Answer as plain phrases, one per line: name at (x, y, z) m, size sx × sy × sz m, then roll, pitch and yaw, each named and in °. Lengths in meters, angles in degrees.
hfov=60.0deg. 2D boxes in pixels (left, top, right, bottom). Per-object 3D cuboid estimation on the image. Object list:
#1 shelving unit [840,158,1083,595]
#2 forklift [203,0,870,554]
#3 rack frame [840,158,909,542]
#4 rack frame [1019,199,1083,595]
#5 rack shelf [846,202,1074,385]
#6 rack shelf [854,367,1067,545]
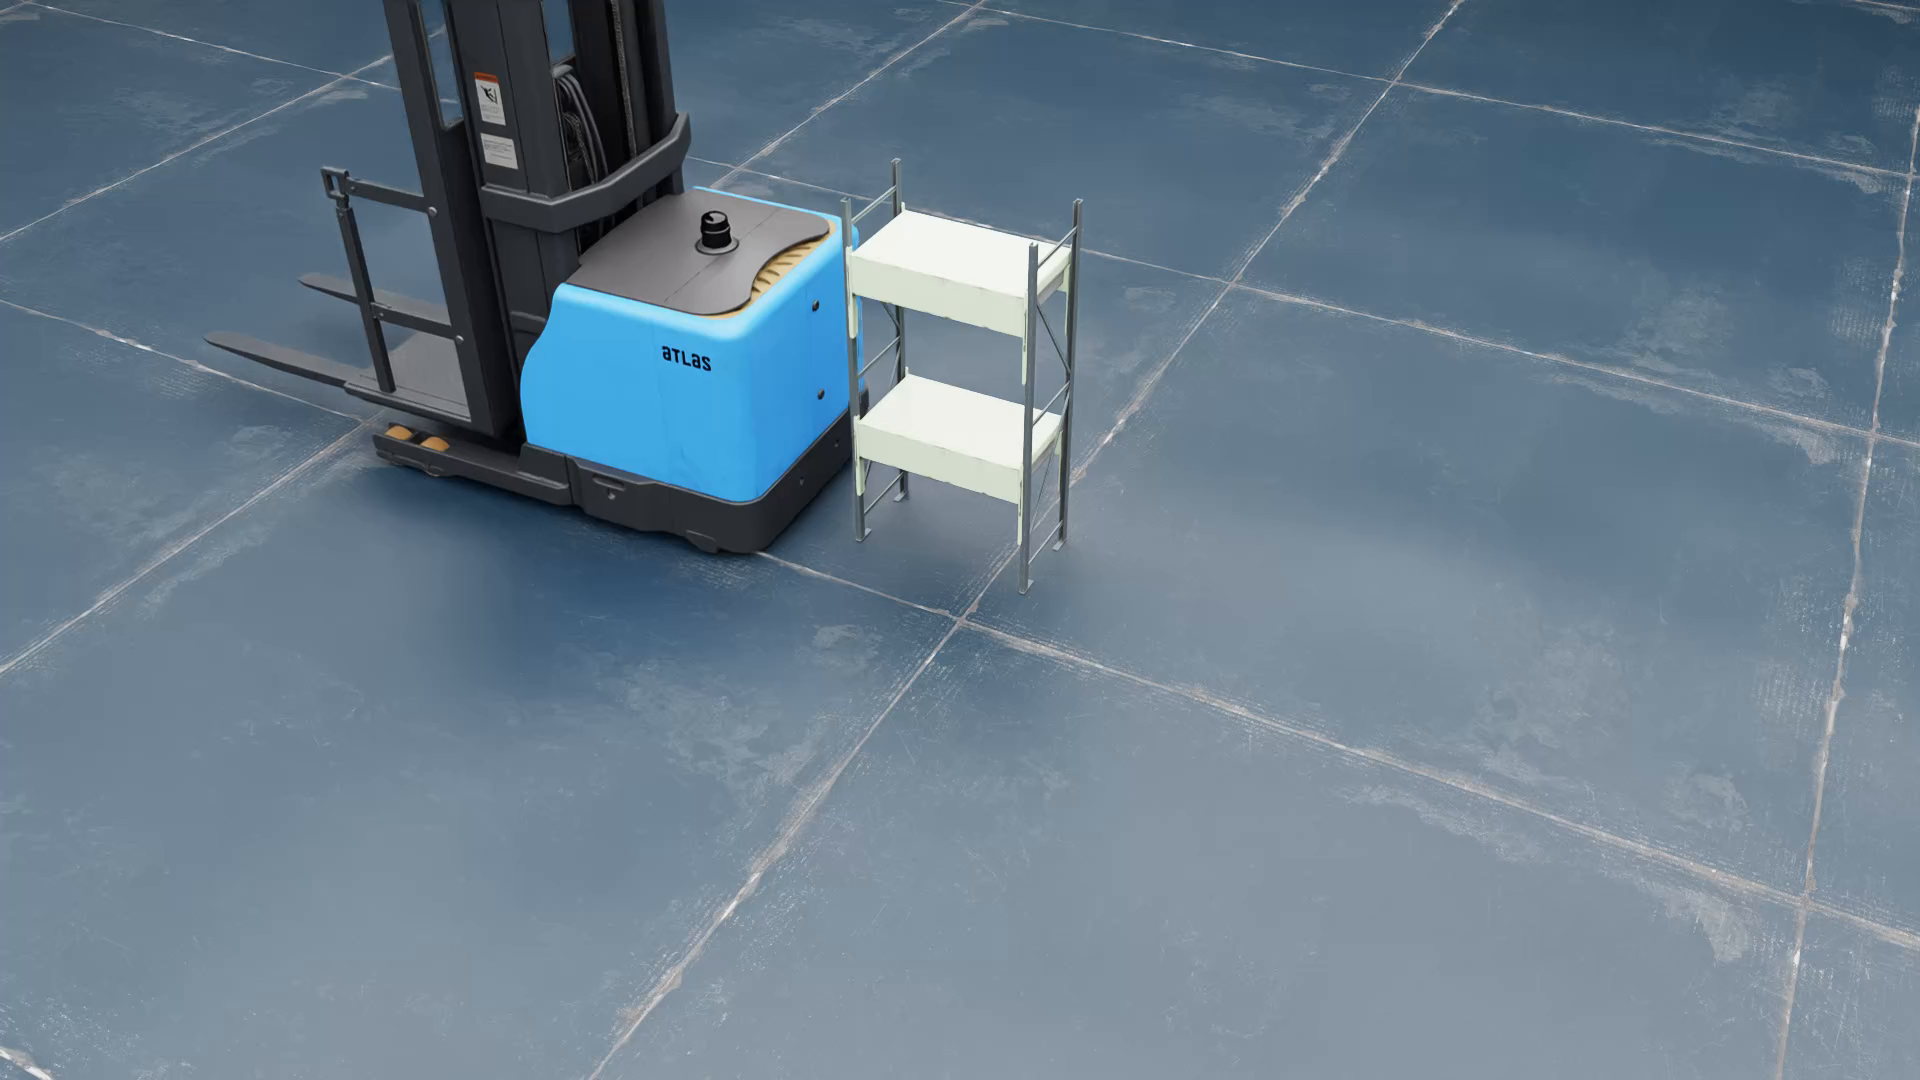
shelving unit at (0.006, -0.596, 6.294) m, size 0.755 × 1.500 × 0.431 m, roll 17°, pitch 41°, yaw 21°
forklift at (-1.950, -1.711, 6.580) m, size 3.031 × 2.935 × 1.130 m, roll 16°, pitch 40°, yaw 20°
rack frame at (-0.319, -0.697, 6.428) m, size 0.023 × 1.500 × 0.400 m, roll 17°, pitch 41°, yaw 21°
rack frame at (0.331, -0.494, 6.160) m, size 0.023 × 1.500 × 0.400 m, roll 17°, pitch 41°, yaw 21°
rack shelf at (0.006, -0.906, 6.058) m, size 0.720 × 0.370 × 0.431 m, roll 17°, pitch 41°, yaw 21°
rack shelf at (0.006, -0.336, 6.491) m, size 0.720 × 0.370 × 0.431 m, roll 17°, pitch 41°, yaw 21°
